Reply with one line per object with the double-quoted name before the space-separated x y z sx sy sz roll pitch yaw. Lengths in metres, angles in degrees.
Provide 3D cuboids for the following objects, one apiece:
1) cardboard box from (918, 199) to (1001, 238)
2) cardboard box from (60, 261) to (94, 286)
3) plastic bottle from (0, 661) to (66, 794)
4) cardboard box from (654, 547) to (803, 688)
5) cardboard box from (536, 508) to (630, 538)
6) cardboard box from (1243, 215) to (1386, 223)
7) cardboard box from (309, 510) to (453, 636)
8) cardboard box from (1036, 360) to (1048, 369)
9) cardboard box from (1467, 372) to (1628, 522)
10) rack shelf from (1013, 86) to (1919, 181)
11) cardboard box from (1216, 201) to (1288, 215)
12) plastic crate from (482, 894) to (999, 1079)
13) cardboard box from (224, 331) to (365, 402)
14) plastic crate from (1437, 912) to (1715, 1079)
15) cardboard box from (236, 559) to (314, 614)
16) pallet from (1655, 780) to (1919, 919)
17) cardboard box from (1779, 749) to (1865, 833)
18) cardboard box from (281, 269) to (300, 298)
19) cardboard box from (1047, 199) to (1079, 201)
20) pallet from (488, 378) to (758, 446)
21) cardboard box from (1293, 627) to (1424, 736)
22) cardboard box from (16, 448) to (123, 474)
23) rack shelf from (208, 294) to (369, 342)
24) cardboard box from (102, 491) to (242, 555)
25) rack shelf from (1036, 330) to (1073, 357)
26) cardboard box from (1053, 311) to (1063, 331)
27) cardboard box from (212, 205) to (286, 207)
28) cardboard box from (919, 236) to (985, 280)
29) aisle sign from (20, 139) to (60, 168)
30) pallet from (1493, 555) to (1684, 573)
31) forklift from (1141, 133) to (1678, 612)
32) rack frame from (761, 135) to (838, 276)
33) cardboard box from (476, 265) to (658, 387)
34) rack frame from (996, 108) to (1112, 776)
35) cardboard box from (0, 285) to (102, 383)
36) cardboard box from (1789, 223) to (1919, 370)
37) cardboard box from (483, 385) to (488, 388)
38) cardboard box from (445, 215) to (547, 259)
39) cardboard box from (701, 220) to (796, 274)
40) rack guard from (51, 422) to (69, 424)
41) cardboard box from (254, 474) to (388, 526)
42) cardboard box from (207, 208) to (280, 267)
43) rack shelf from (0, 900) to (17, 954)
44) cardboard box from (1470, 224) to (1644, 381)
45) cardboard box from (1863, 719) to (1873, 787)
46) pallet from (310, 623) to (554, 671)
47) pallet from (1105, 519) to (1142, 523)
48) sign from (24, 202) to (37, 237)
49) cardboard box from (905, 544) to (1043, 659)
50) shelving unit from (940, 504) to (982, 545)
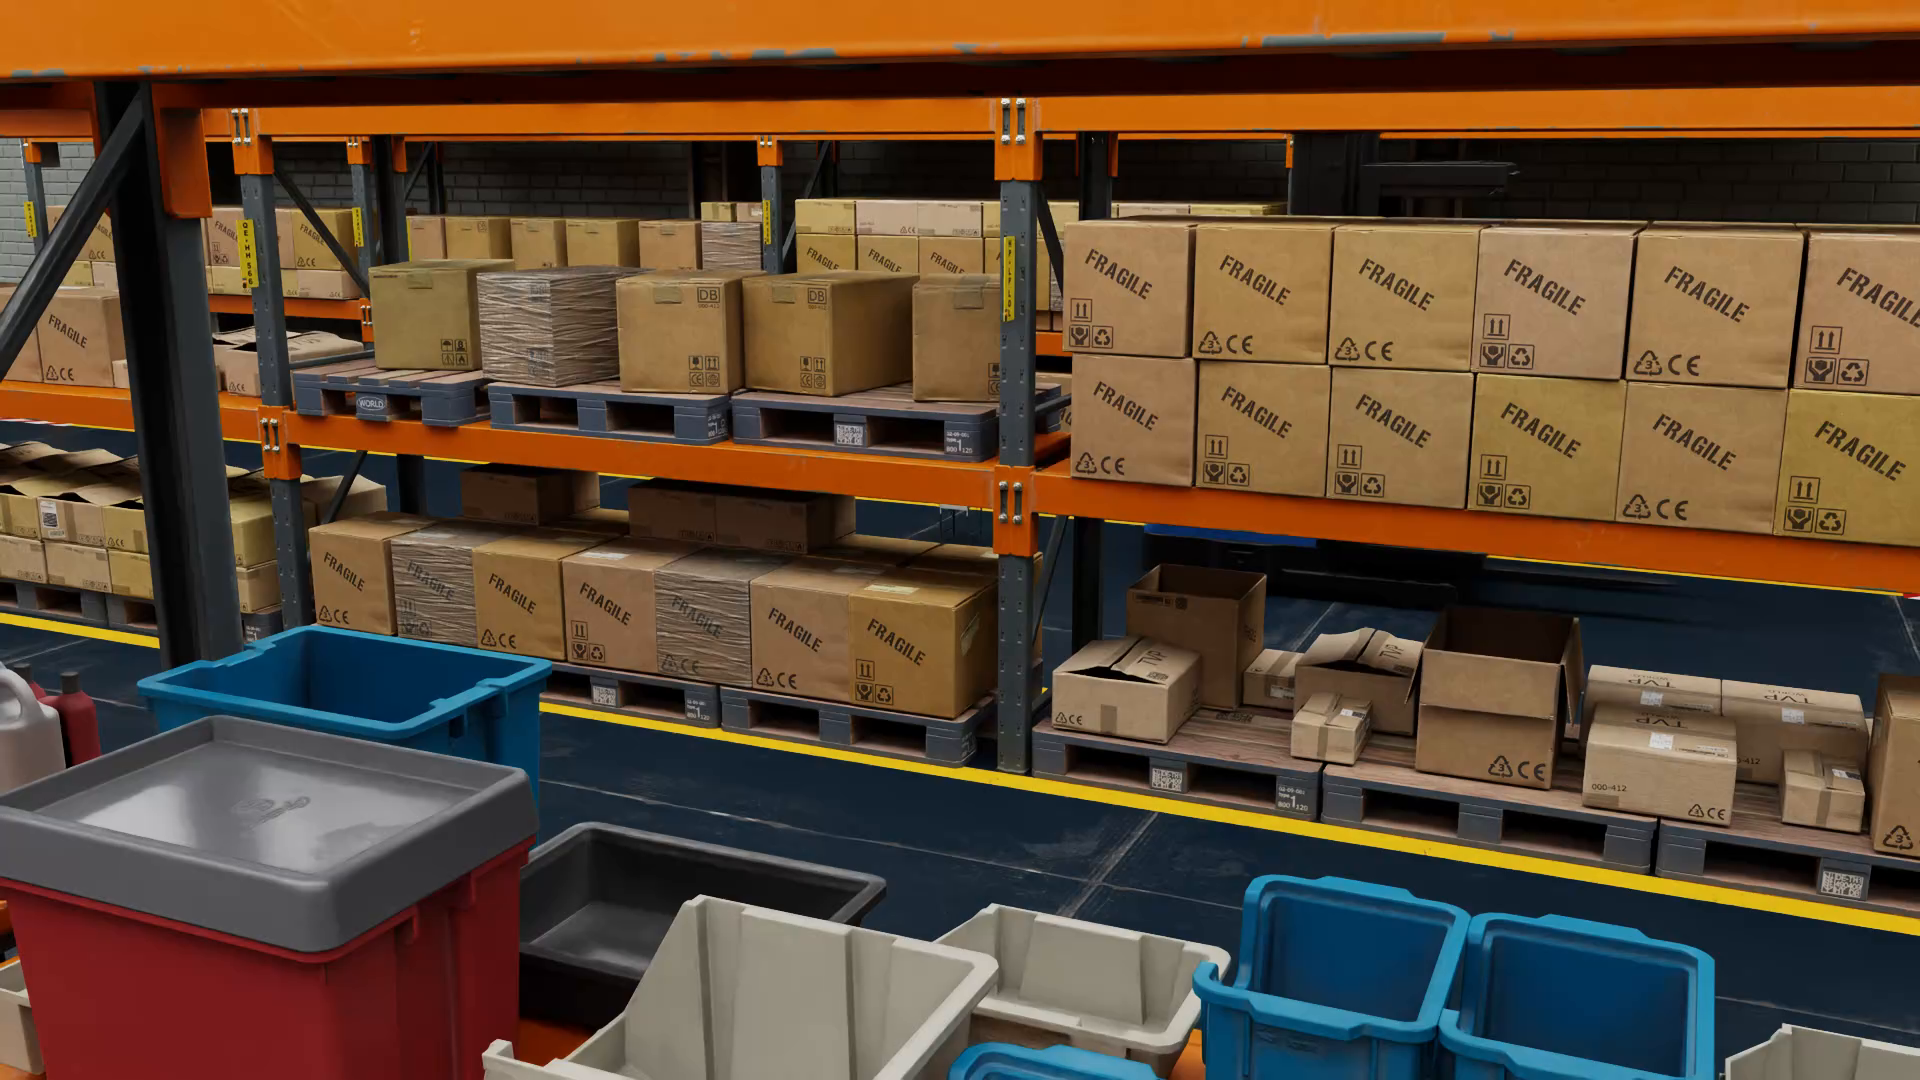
"cardboard box" 0.021 -2.357 12.179 0.500 0.250 0.500 6 14 24
"cardboard box" -8.237 -2.545 15.820 0.500 0.250 0.500 5 14 22
"plastic bottle" -1.823 0.380 3.179 0.185 0.351 0.144 6 14 23
"cardboard box" -1.060 0.348 7.713 0.500 0.500 0.500 6 14 24
"cardboard box" -1.820 0.143 8.586 0.500 0.500 0.500 5 14 21
"cardboard box" 1.451 -1.071 6.843 0.500 0.500 0.500 5 14 22
"cardboard box" -2.942 0.160 8.516 0.500 0.500 0.500 6 15 26
"cardboard box" 0.178 -0.960 12.566 0.750 0.750 0.750 6 14 23
"cardboard box" 2.162 -0.379 6.085 0.500 0.500 0.500 6 14 22
"rack shelf" 2.243 -1.500 6.089 4.000 0.370 1.077 6 14 23
"cardboard box" 2.102 -2.275 11.828 0.500 0.250 0.500 6 15 25
"plastic crate" -0.274 0.668 1.971 0.530 0.282 0.437 6 14 23
"cardboard box" -3.558 -0.944 8.907 0.500 0.311 0.500 7 15 27
"plastic crate" 0.766 0.669 2.075 0.300 0.233 0.416 6 14 23
"cardboard box" -3.823 0.192 8.971 0.500 0.250 0.500 6 15 25
"pallet" 3.273 1.073 6.222 1.213 0.211 1.003 6 14 23
"cardboard box" 3.141 0.906 6.069 0.250 0.166 0.380 6 14 23
"cardboard box" -5.905 -2.315 14.839 0.500 0.250 0.500 6 14 23
"cardboard box" 0.686 -2.416 12.432 0.500 0.250 0.500 5 14 22
"pallet" -1.463 -0.672 7.974 1.213 0.211 1.003 6 14 23
"cardboard box" 1.736 0.583 7.127 0.500 0.311 0.500 6 14 23
"cardboard box" -5.480 -0.383 10.191 0.500 0.311 0.500 6 14 23
"rack shelf" -6.725 -2.185 15.574 4.000 0.370 1.077 6 14 23
"cardboard box" -4.299 -0.127 9.104 0.500 0.311 0.500 6 14 22
"rack shelf" 0.589 -1.444 12.419 4.000 0.370 1.077 6 14 23
"cardboard box" 0.850 -1.596 11.996 0.250 0.149 0.380 5 14 22
"cardboard box" -6.646 -2.880 15.607 0.500 0.500 0.500 6 14 24
"cardboard box" 0.029 -1.988 12.247 0.500 0.500 0.500 6 14 23
"aisle sign" -8.741 -3.930 15.745 0.004 0.787 0.394 6 14 23
"pallet" 4.200 -0.053 11.018 1.213 0.211 1.003 6 14 23
"forklift" 2.684 -1.155 9.759 3.031 2.935 1.130 5 14 20
"rack frame" -1.240 -1.980 13.126 0.127 3.000 1.000 6 14 23
"cardboard box" -1.862 -1.039 7.977 0.500 0.500 0.700 9 16 34
"rack frame" 0.414 -0.575 7.138 0.127 3.000 1.000 6 14 23
"cardboard box" -5.265 -1.194 9.558 0.500 0.500 0.500 6 14 23
"cardboard box" 3.292 -0.883 6.044 0.500 0.500 0.500 6 14 24
"cardboard box" -3.724 -1.245 14.504 0.500 0.500 0.700 5 14 22
"cardboard box" -3.937 -2.505 14.184 0.500 0.500 0.700 7 15 29
"cardboard box" -1.673 -2.284 13.241 0.500 0.500 0.700 4 14 17
"rack guard" -8.485 -1.496 16.536 0.348 0.500 1.175 6 14 23
"cardboard box" -3.603 -0.193 9.385 0.500 0.311 0.500 6 15 25
"cardboard box" -6.369 -2.725 14.943 0.500 0.500 0.500 5 14 22
"rack shelf" -3.424 0.625 3.601 4.000 0.370 1.077 6 14 23
"cardboard box" 2.146 -0.865 5.967 0.500 0.500 0.500 6 15 25
"cardboard box" 3.599 0.827 6.403 0.250 0.166 0.380 6 14 23
"pallet" -2.575 0.490 8.705 1.213 0.211 1.003 6 14 23
"pallet" 1.681 -0.308 12.104 1.213 0.211 1.003 6 14 23
"sign" -8.774 -3.028 15.699 0.005 0.325 0.100 6 14 23
"cardboard box" 0.071 0.332 7.781 0.500 0.500 0.500 5 14 21
"shelving unit" 0.007 -0.437 11.149 0.210 0.900 0.258 6 14 23
